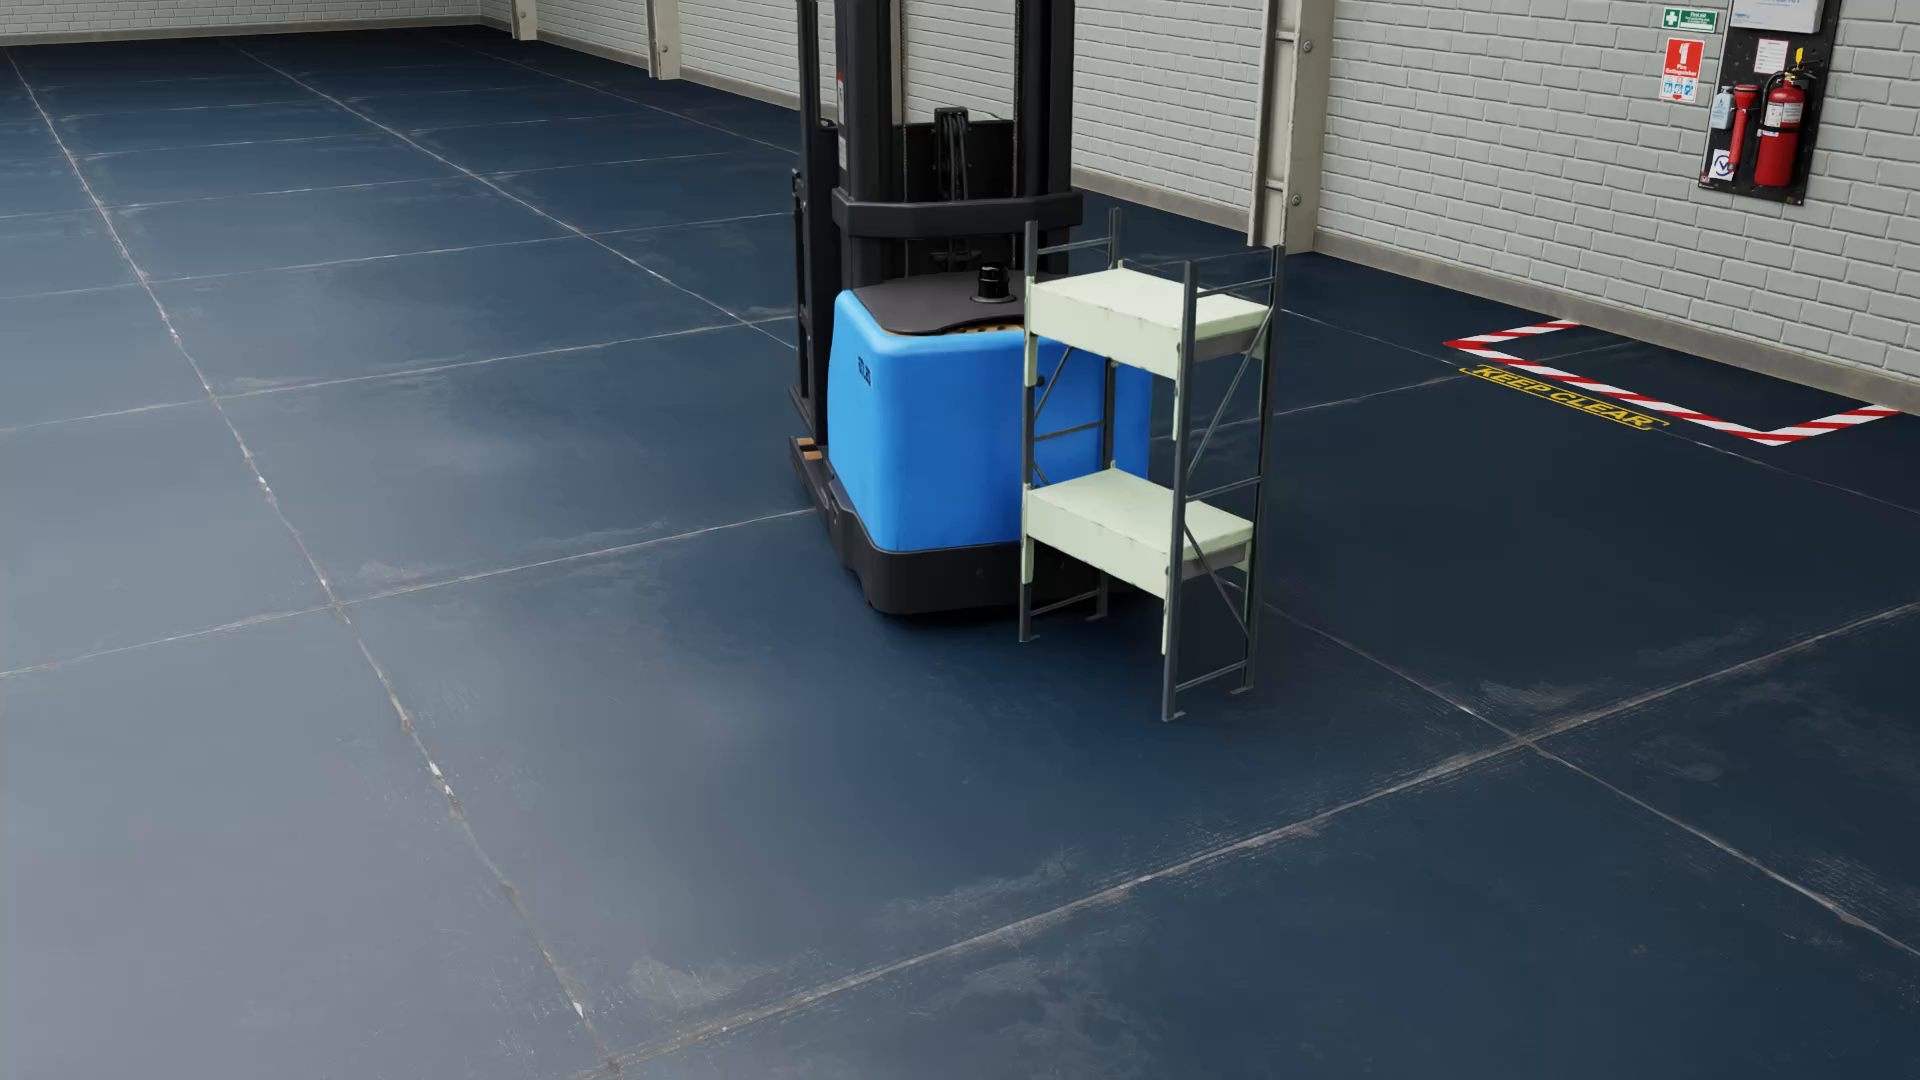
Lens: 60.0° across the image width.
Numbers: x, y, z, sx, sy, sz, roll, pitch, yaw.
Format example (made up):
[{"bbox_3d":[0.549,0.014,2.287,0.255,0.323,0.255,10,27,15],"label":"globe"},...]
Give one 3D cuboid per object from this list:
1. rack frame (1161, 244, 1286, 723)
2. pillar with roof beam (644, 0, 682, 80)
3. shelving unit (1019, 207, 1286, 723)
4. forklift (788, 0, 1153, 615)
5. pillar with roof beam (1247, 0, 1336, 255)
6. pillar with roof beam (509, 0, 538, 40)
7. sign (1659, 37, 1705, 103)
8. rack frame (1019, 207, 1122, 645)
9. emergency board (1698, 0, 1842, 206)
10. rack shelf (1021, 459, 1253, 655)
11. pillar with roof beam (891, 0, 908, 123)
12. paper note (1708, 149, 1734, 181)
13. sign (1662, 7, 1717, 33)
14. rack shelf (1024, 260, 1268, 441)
[{"bbox_3d":[0.817,-0.152,5.194,0.400,1.500,0.023,-16,27,-34],"label":"rack frame"},{"bbox_3d":[-7.513,-9.335,17.827,9.100,9.000,0.400,-13,25,-28],"label":"pillar with roof beam"},{"bbox_3d":[0.596,-0.262,5.465,0.431,1.500,0.755,-16,27,-34],"label":"shelving unit"},{"bbox_3d":[-0.150,-1.615,6.892,1.130,2.935,3.031,-5,23,-13],"label":"forklift"},{"bbox_3d":[-1.383,-5.450,8.270,9.100,9.000,0.400,-13,25,-28],"label":"pillar with roof beam"},{"bbox_3d":[-10.578,-11.277,22.606,9.100,9.000,0.400,-13,25,-28],"label":"pillar with roof beam"},{"bbox_3d":[3.960,-2.580,9.127,0.001,0.329,0.234,-13,25,-28],"label":"sign"},{"bbox_3d":[0.376,-0.372,5.735,0.400,1.500,0.023,-16,27,-34],"label":"rack frame"},{"bbox_3d":[4.153,-2.364,8.645,0.194,1.169,0.643,-13,25,-28],"label":"emergency board"},{"bbox_3d":[0.596,0.040,5.588,0.431,0.370,0.720,-16,27,-34],"label":"rack shelf"},{"bbox_3d":[-4.448,-7.393,13.049,9.100,9.000,0.400,-13,25,-28],"label":"pillar with roof beam"},{"bbox_3d":[4.122,-2.027,8.984,0.016,0.148,0.142,-13,25,-28],"label":"paper note"},{"bbox_3d":[3.954,-2.822,9.019,0.001,0.109,0.331,-13,25,-28],"label":"sign"},{"bbox_3d":[0.596,-0.624,5.318,0.431,0.370,0.720,-16,27,-34],"label":"rack shelf"}]
